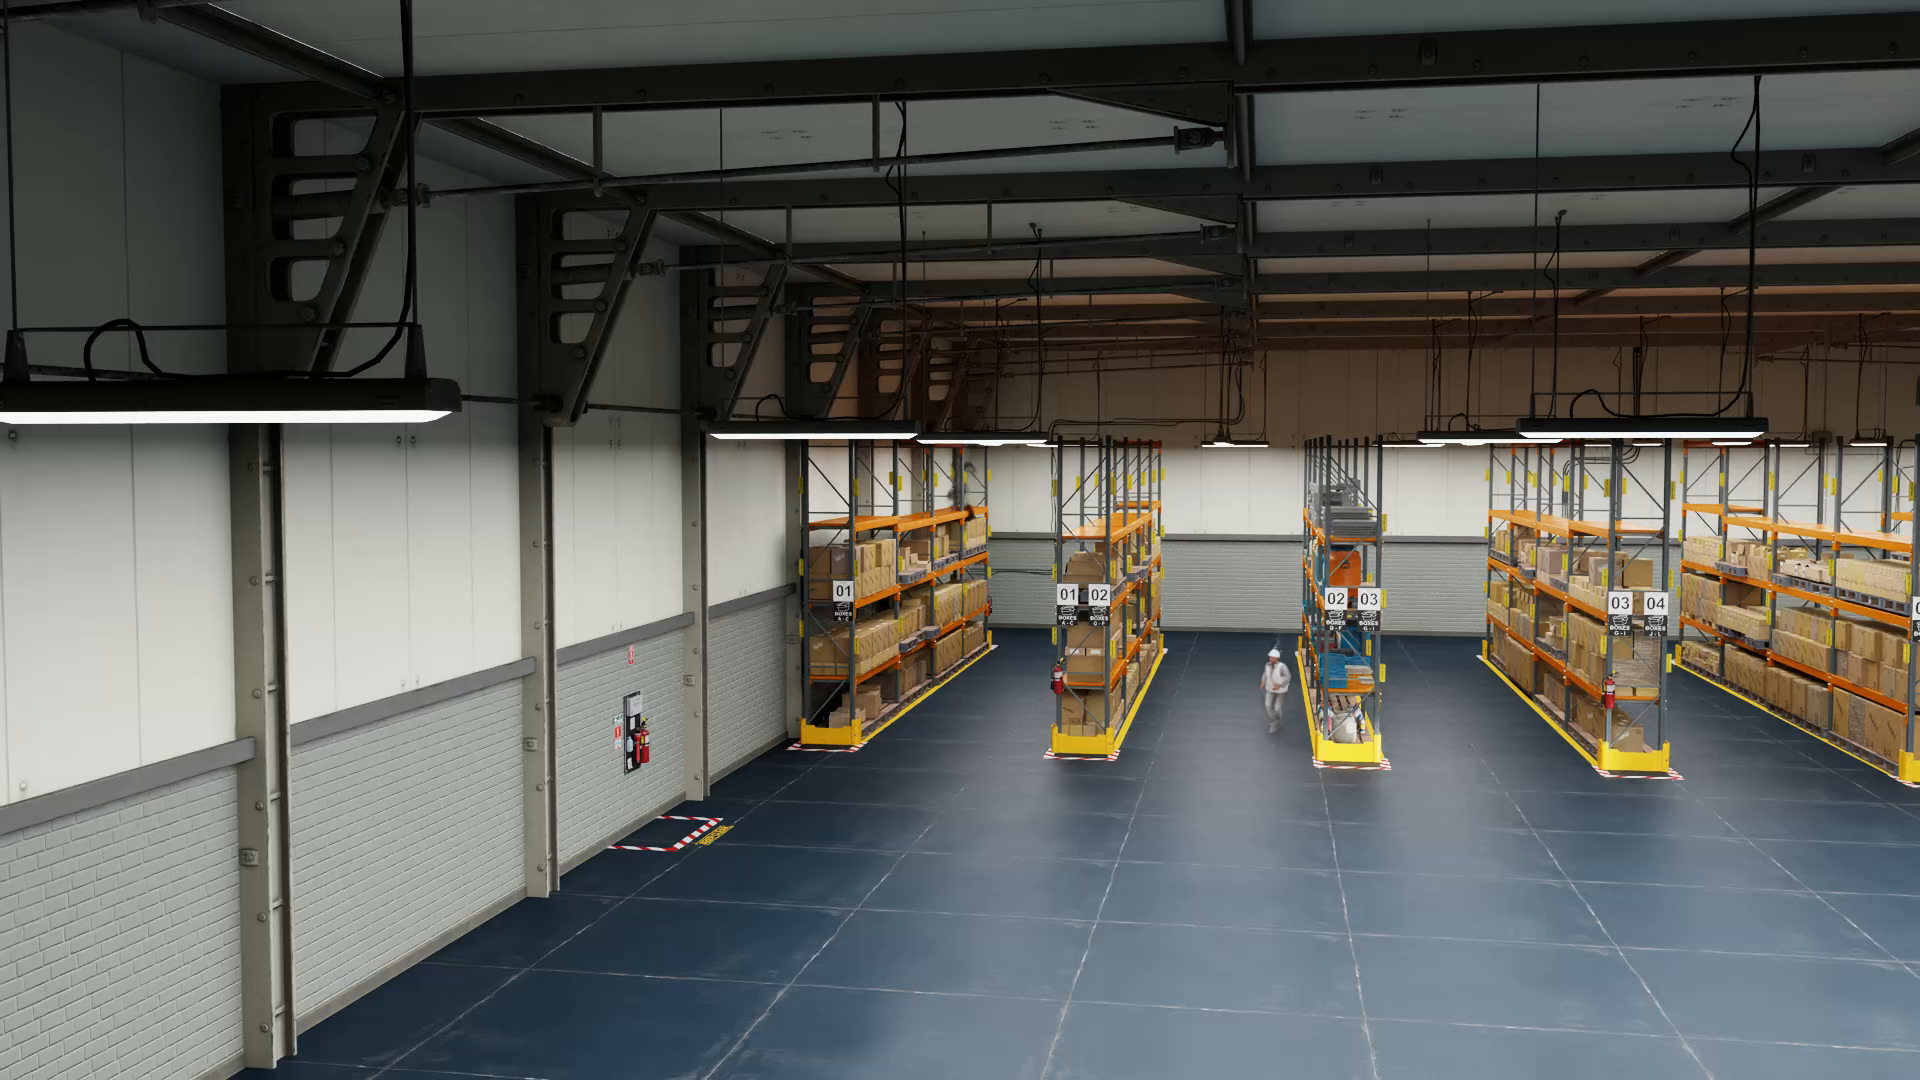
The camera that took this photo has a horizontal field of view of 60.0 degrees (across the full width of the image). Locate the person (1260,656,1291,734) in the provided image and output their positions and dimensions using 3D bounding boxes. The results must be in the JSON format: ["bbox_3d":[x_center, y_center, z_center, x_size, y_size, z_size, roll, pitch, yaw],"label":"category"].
[{"bbox_3d":[6.485,3.085,33.900,0.652,1.686,0.822,2,4,30],"label":"person"}]

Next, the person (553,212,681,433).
[{"bbox_3d":[7.830,-0.478,31.579,24.227,9.012,23.526,0,3,7],"label":"person"}]
